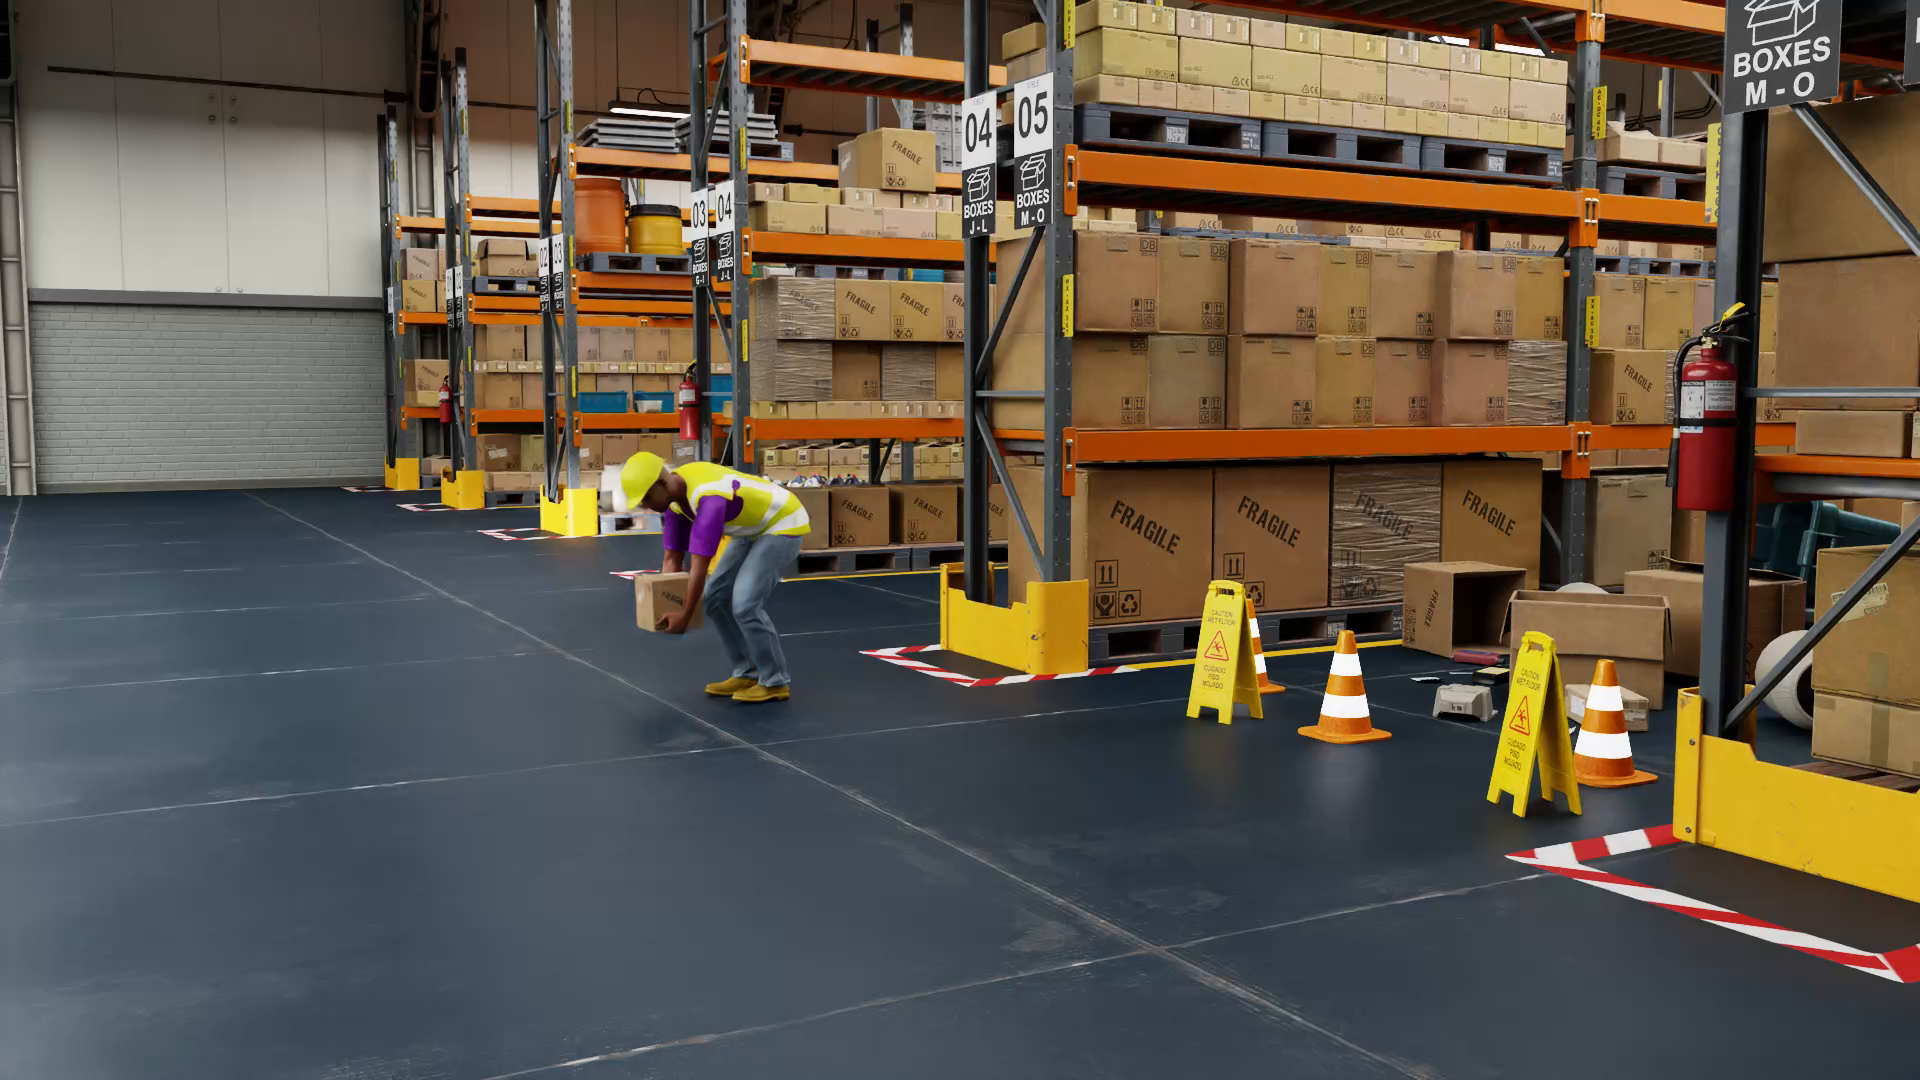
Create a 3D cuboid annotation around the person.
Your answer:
[{"bbox_3d":[-1.193,0.178,8.134,0.945,1.232,0.497,-3,6,-31],"label":"person"}]
